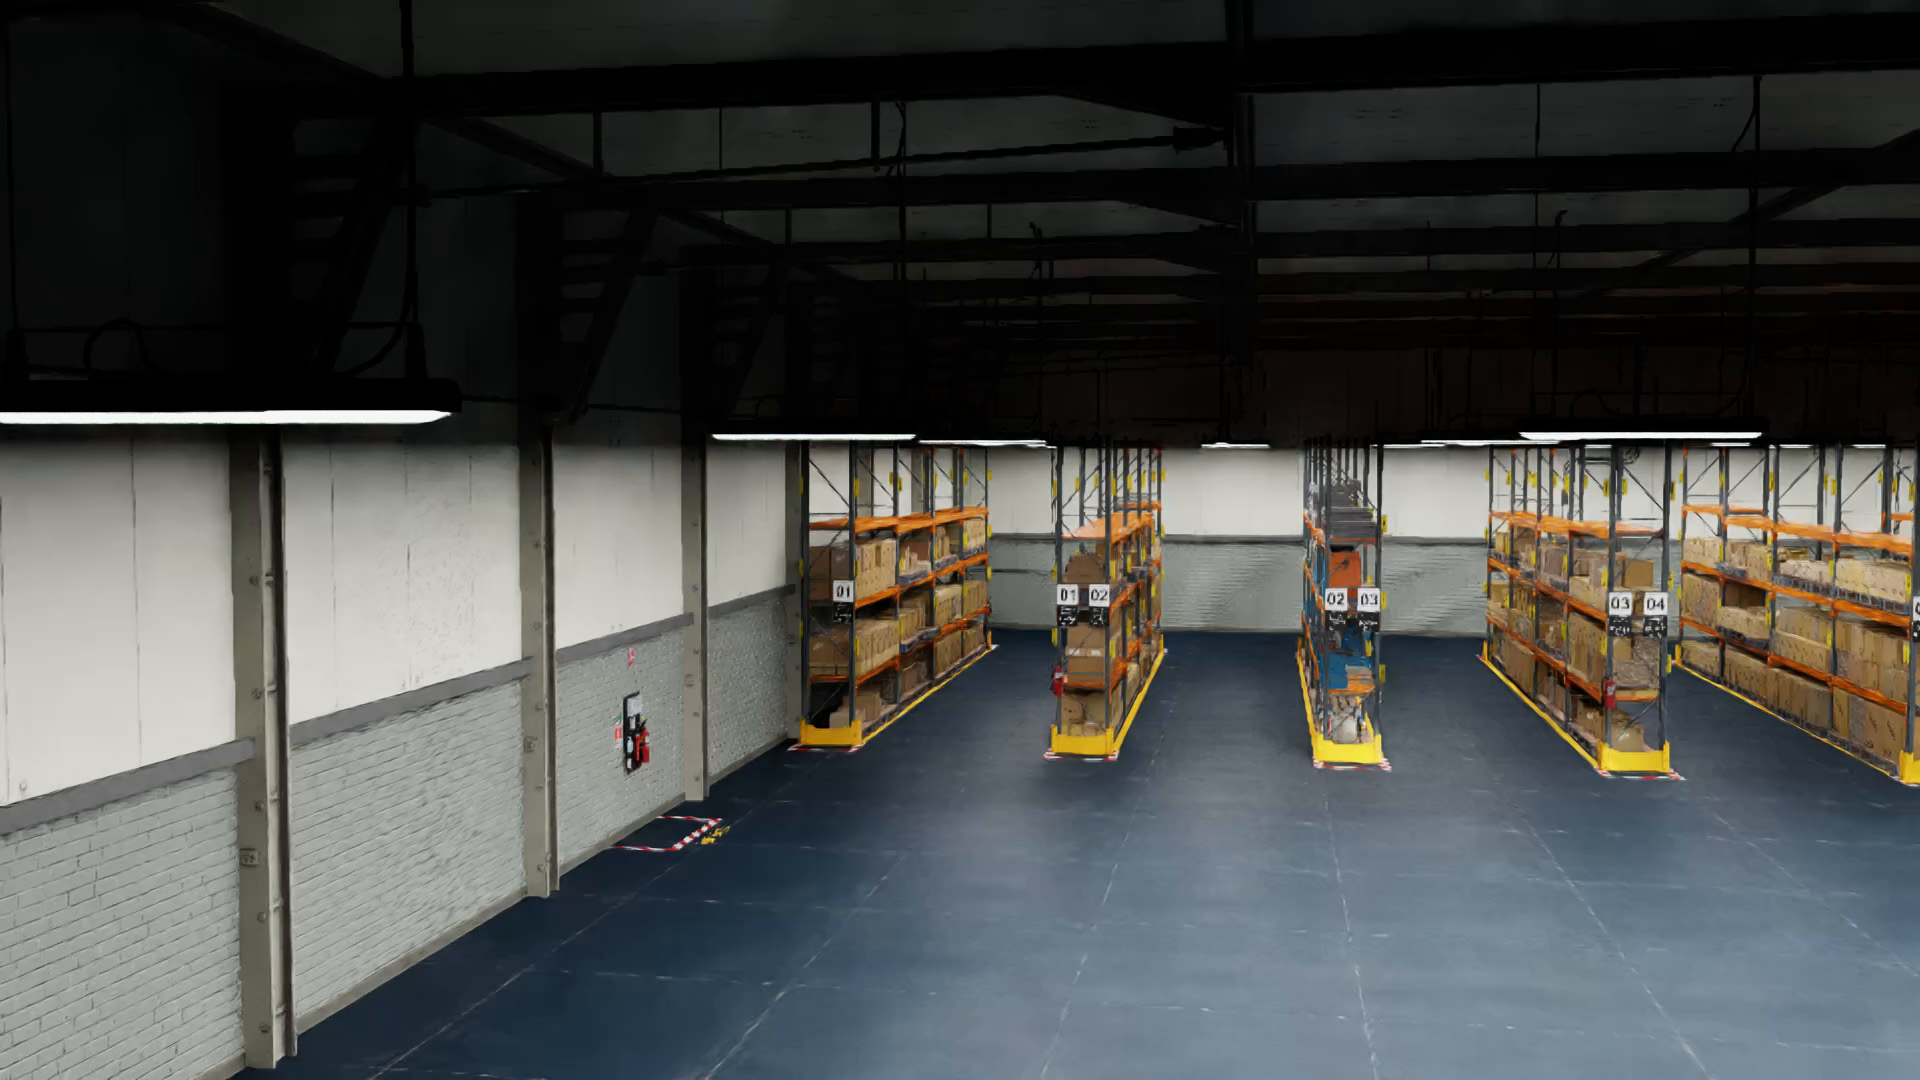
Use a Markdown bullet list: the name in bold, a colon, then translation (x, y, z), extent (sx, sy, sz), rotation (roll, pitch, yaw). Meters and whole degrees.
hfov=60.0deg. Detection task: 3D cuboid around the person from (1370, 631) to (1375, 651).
- **person**: translation (11.659, 2.394, 47.471), extent (0.564, 1.541, 0.519), rotation (0, 3, 7)
